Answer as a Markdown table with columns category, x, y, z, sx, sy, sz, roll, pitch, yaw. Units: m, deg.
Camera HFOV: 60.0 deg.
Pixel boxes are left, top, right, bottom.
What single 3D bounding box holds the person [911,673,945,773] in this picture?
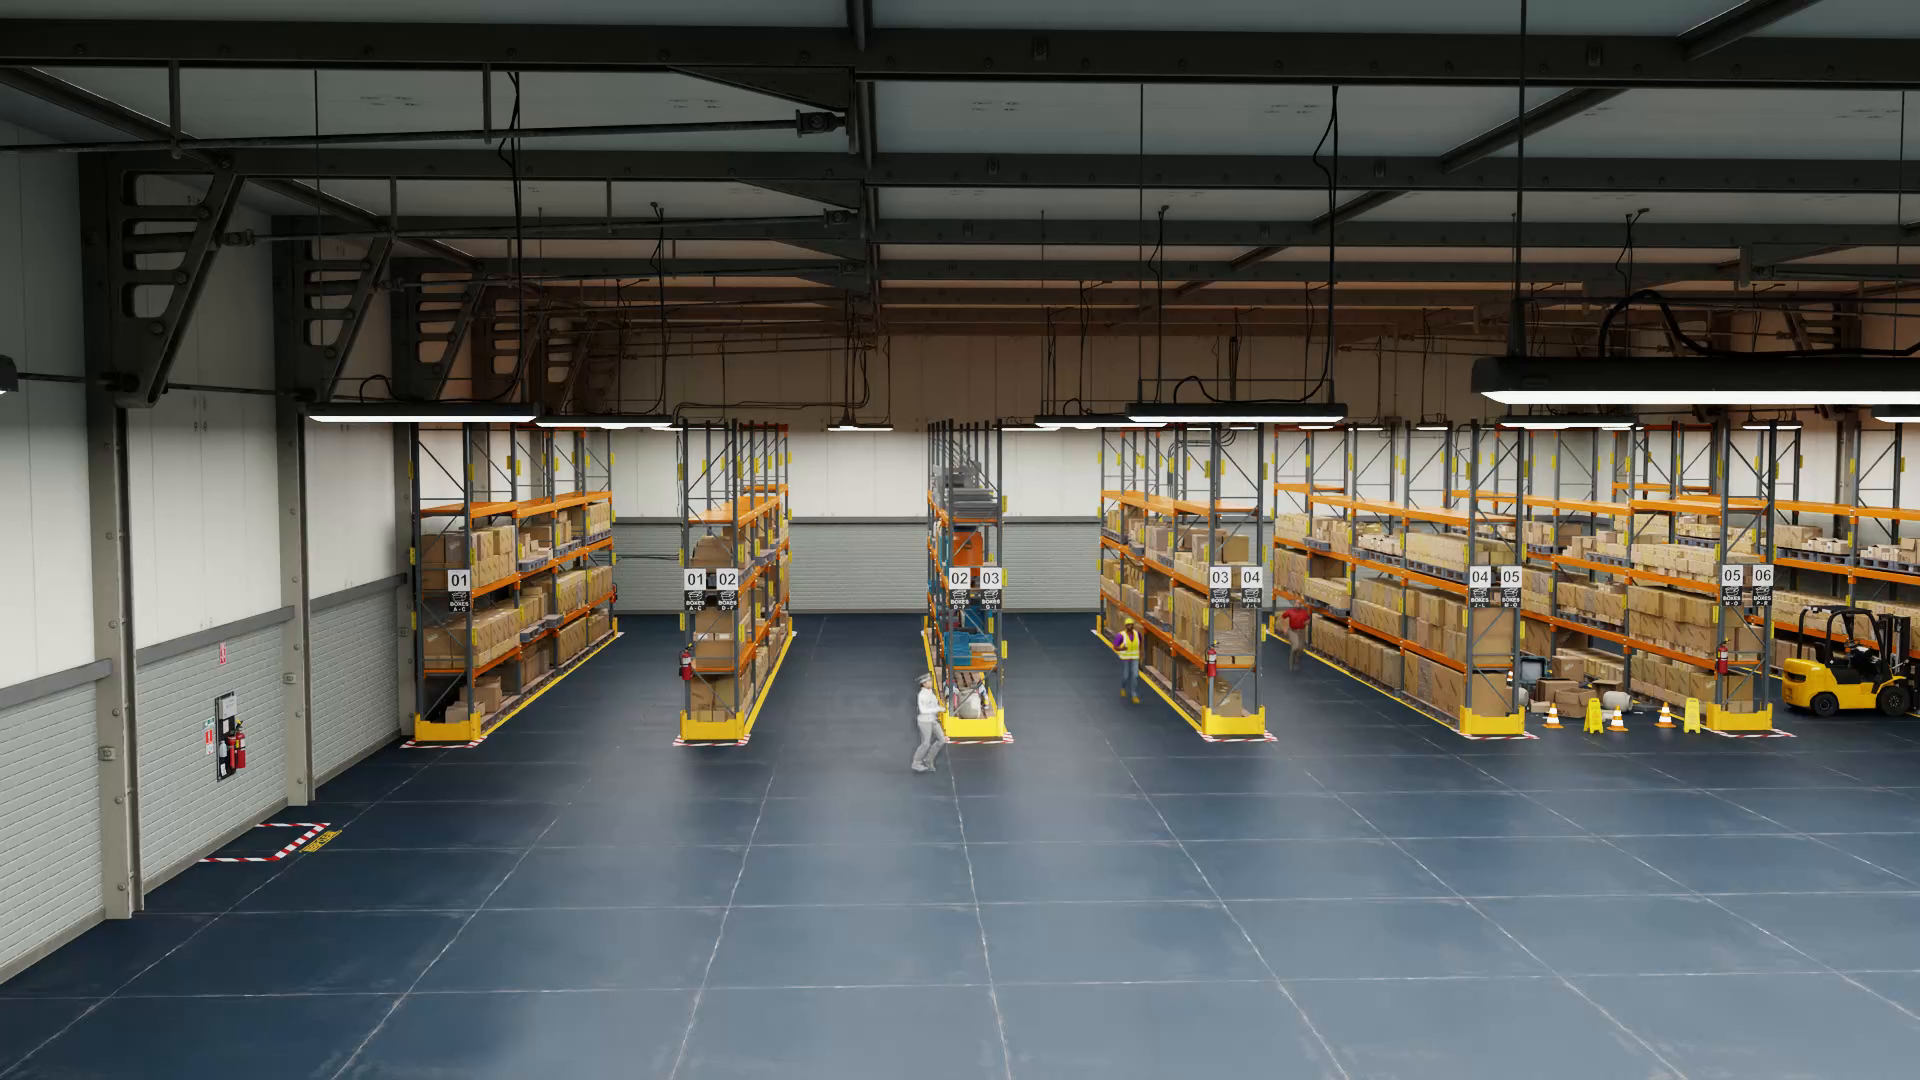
| category | x | y | z | sx | sy | sz | roll | pitch | yaw |
| --- | --- | --- | --- | --- | --- | --- | --- | --- | --- |
| person | -0.506 | 3.094 | 28.042 | 0.638 | 1.699 | 0.594 | 1 | 4 | 22 |

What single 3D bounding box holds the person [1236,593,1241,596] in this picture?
| category | x | y | z | sx | sy | sz | roll | pitch | yaw |
| --- | --- | --- | --- | --- | --- | --- | --- | --- | --- |
| person | 7.692 | 1.811 | 47.899 | 0.677 | 1.660 | 0.925 | 3 | 5 | 42 |

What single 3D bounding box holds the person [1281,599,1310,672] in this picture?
| category | x | y | z | sx | sy | sz | roll | pitch | yaw |
| --- | --- | --- | --- | --- | --- | --- | --- | --- | --- |
| person | 8.132 | 2.308 | 40.115 | 0.633 | 1.778 | 0.743 | -1 | 4 | -12 |

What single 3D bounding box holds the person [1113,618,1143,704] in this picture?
| category | x | y | z | sx | sy | sz | roll | pitch | yaw |
| --- | --- | --- | --- | --- | --- | --- | --- | --- | --- |
| person | 3.599 | 2.547 | 35.381 | 0.695 | 1.770 | 0.962 | -1 | 4 | -9 |
